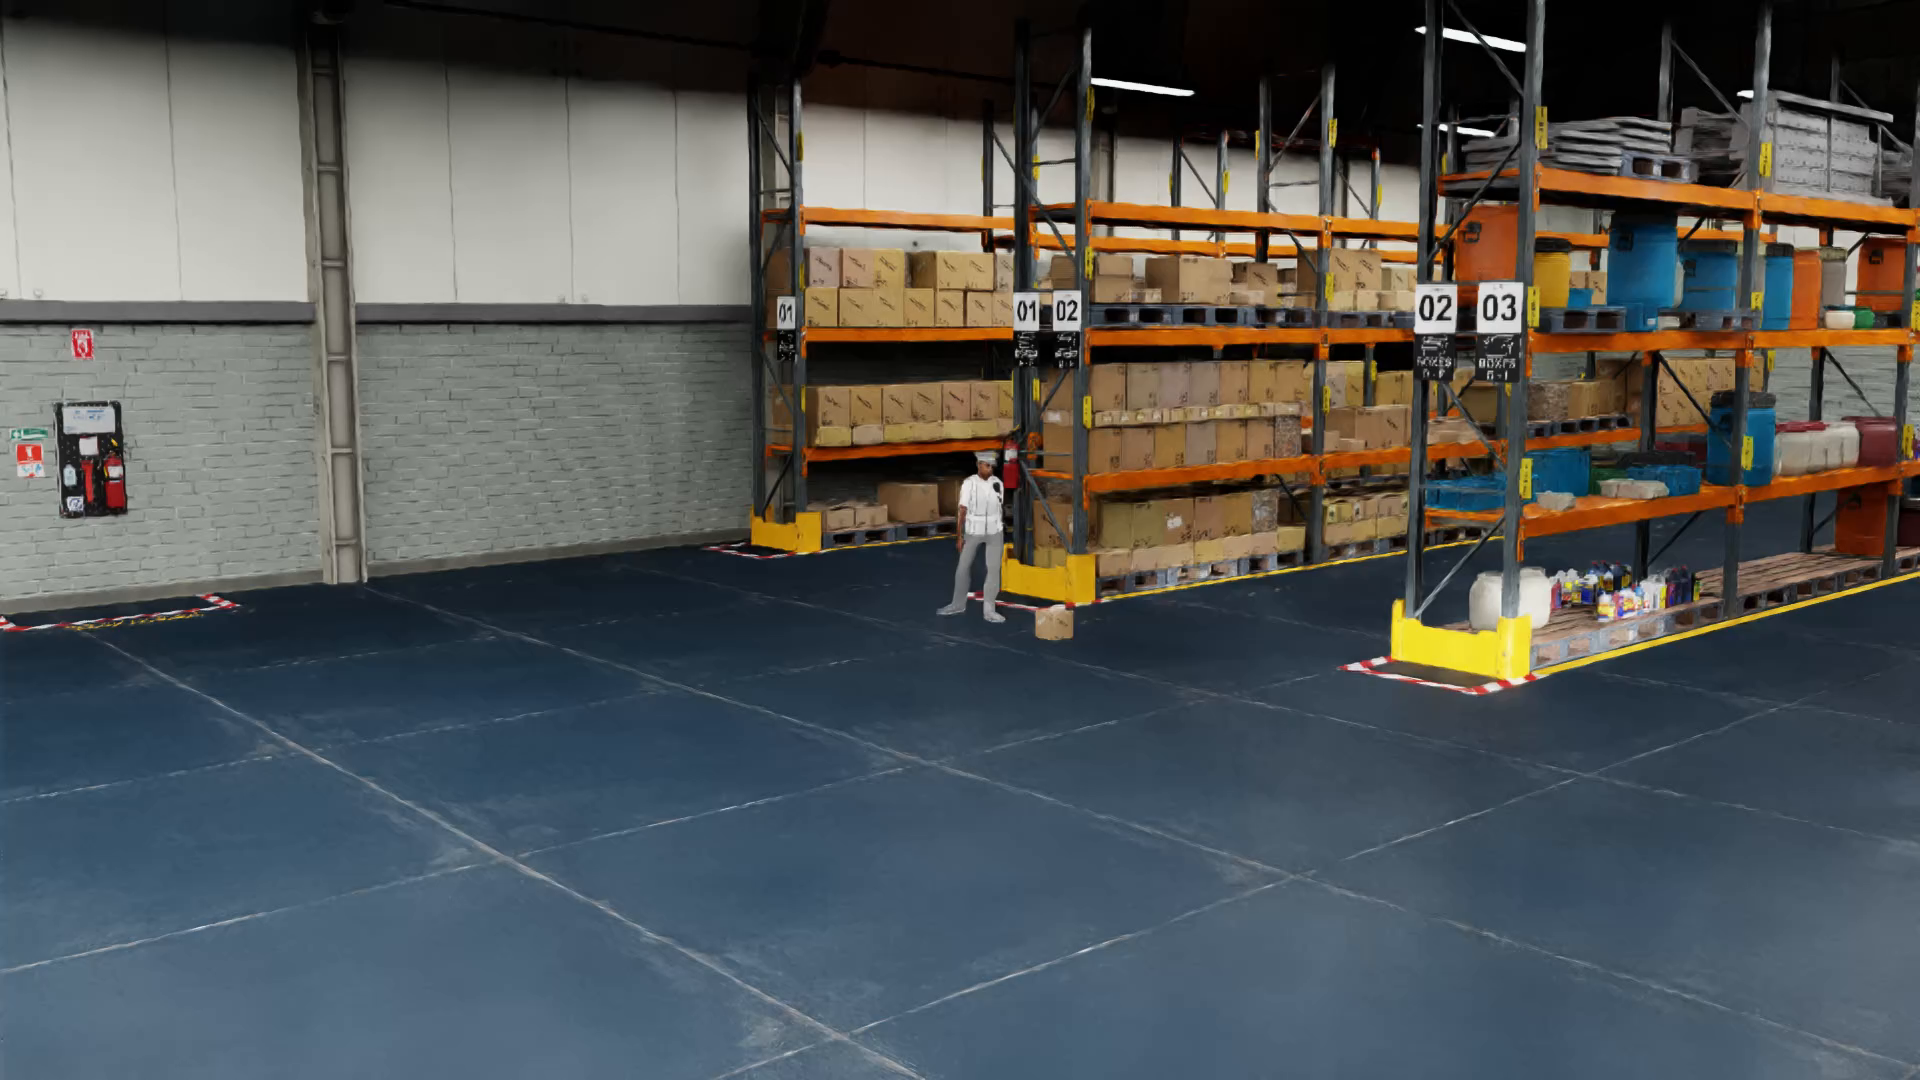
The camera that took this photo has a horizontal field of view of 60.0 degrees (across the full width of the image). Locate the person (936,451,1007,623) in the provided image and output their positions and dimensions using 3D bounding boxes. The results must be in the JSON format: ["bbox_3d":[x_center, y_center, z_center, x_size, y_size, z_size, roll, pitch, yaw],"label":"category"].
[{"bbox_3d":[0.114,-0.047,16.128,0.665,1.666,0.485,-1,8,-6],"label":"person"}]
